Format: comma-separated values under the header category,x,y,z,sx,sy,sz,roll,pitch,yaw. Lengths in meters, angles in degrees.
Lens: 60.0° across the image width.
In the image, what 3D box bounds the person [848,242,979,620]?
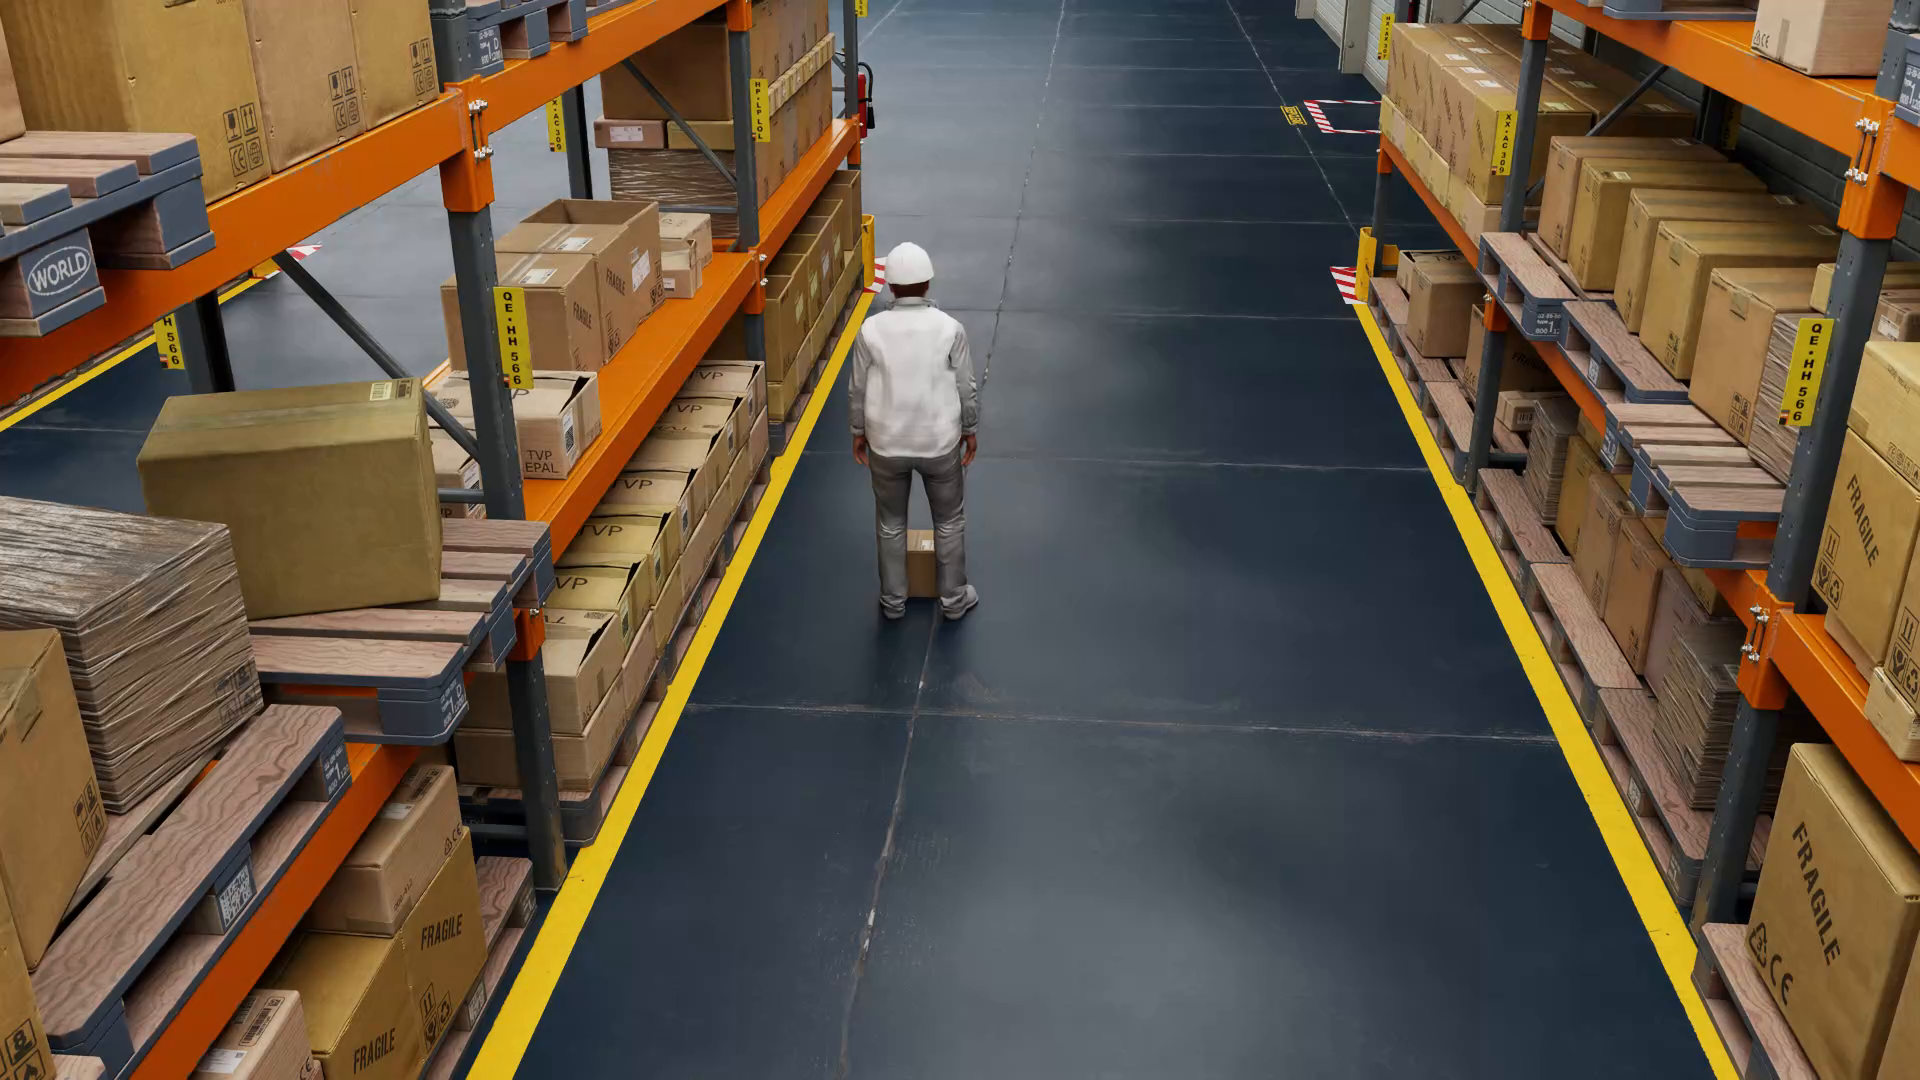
category,x,y,z,sx,sy,sz,roll,pitch,yaw
person,-0.209,-0.472,7.613,0.593,1.773,0.458,1,24,2
